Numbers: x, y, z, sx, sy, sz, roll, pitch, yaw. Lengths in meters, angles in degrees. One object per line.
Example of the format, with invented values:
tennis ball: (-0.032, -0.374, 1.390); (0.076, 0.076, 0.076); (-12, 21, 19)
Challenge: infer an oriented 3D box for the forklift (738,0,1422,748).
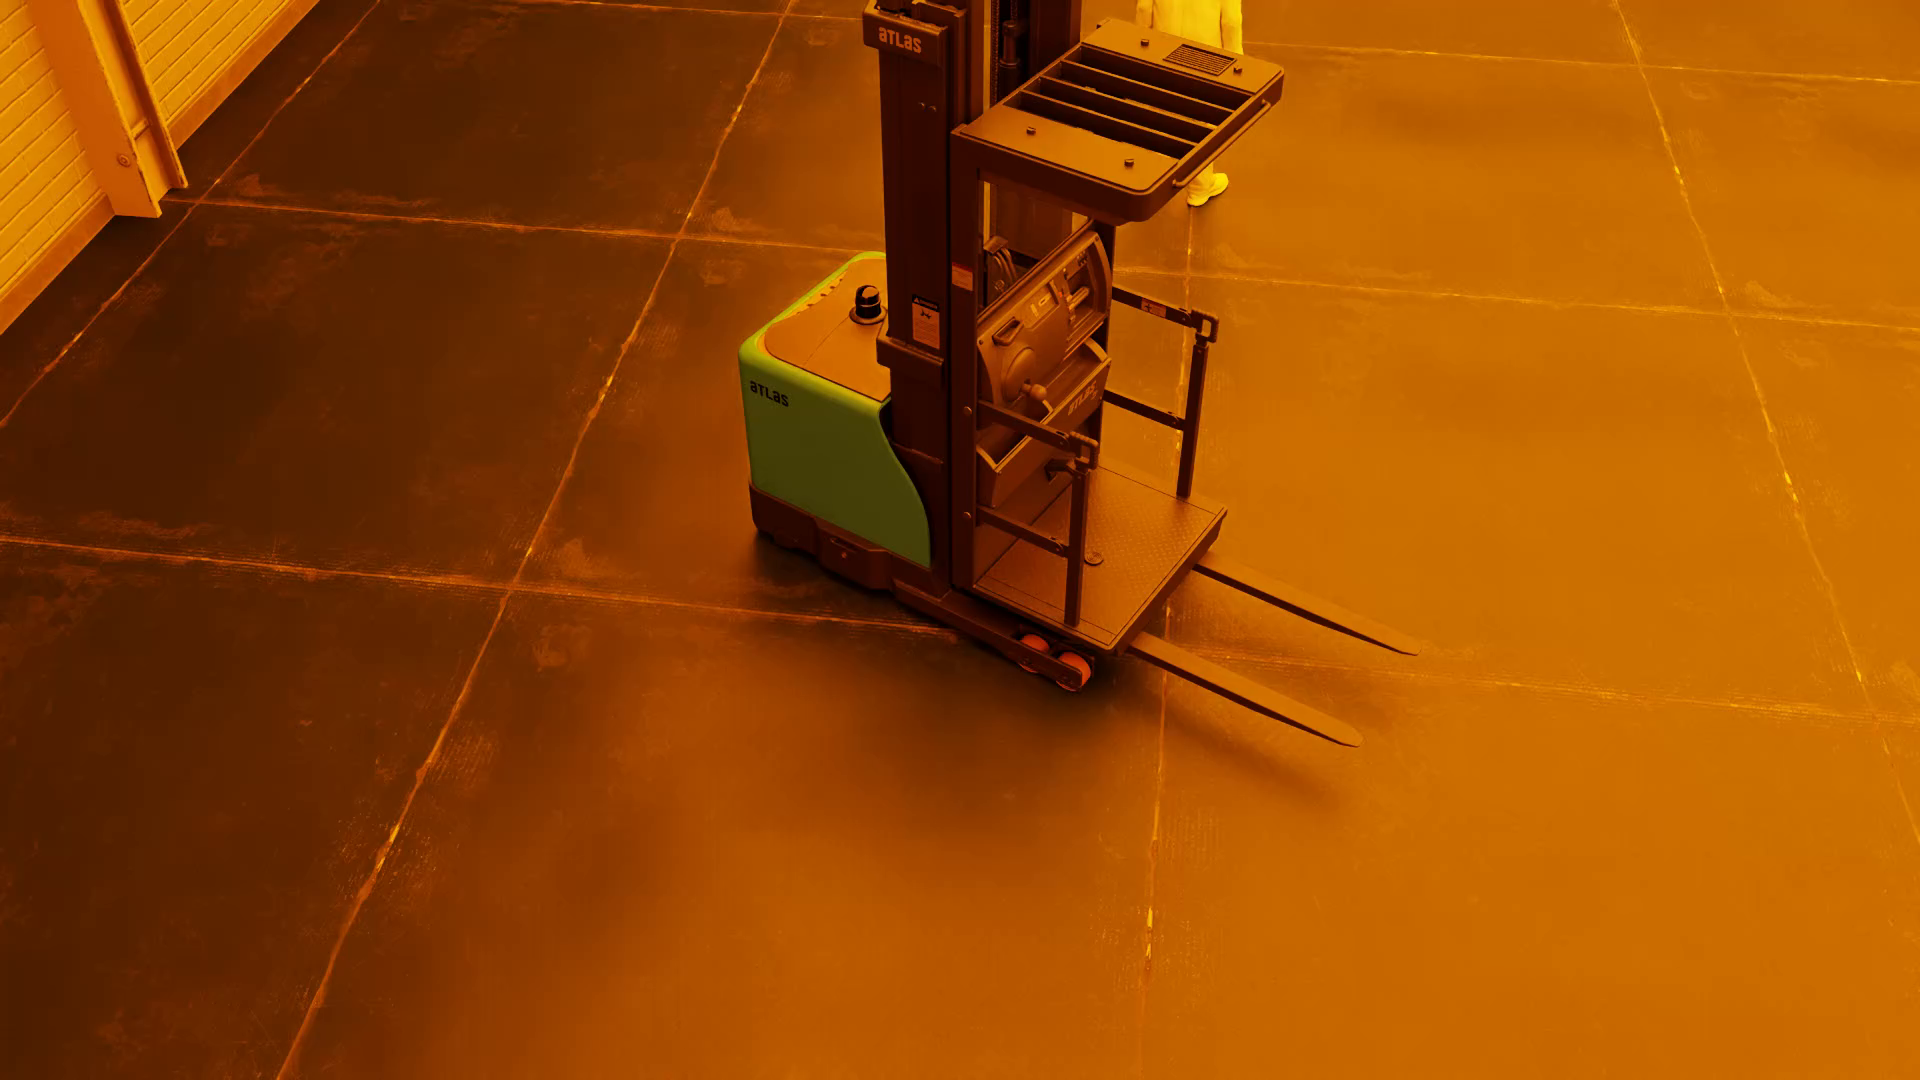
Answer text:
forklift: (0.523, -0.843, 6.641); (3.031, 2.935, 1.130); (24, 48, 24)

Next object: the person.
person: (1.322, -2.813, 9.642); (0.649, 1.774, 0.420); (16, 45, 17)
